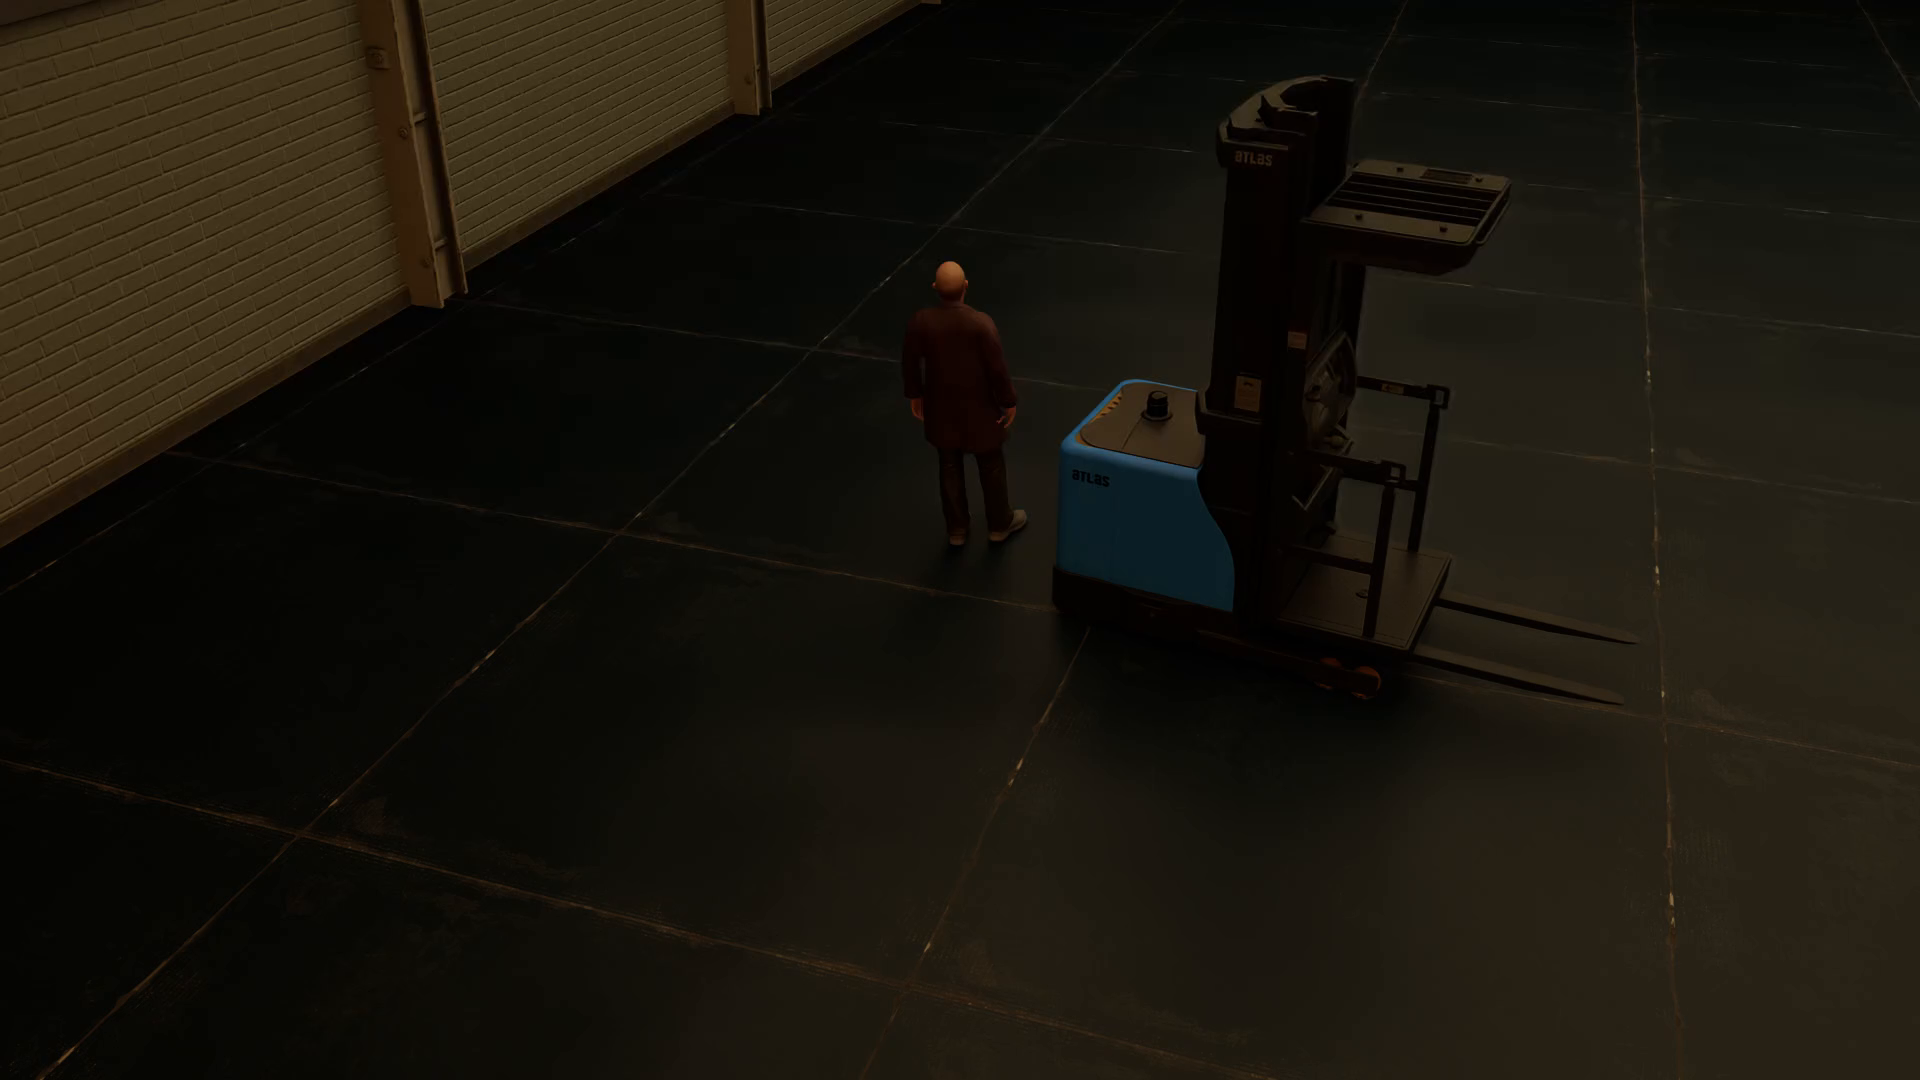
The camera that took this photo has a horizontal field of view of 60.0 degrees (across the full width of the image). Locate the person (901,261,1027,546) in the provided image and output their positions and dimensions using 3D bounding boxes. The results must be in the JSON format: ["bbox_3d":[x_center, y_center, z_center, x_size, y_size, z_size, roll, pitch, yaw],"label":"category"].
[{"bbox_3d":[0.025,-0.823,9.734,0.700,1.779,0.567,9,31,16],"label":"person"}]

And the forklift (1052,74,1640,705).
[{"bbox_3d":[2.072,-0.748,8.449,3.031,2.935,1.130,14,32,23],"label":"forklift"}]
